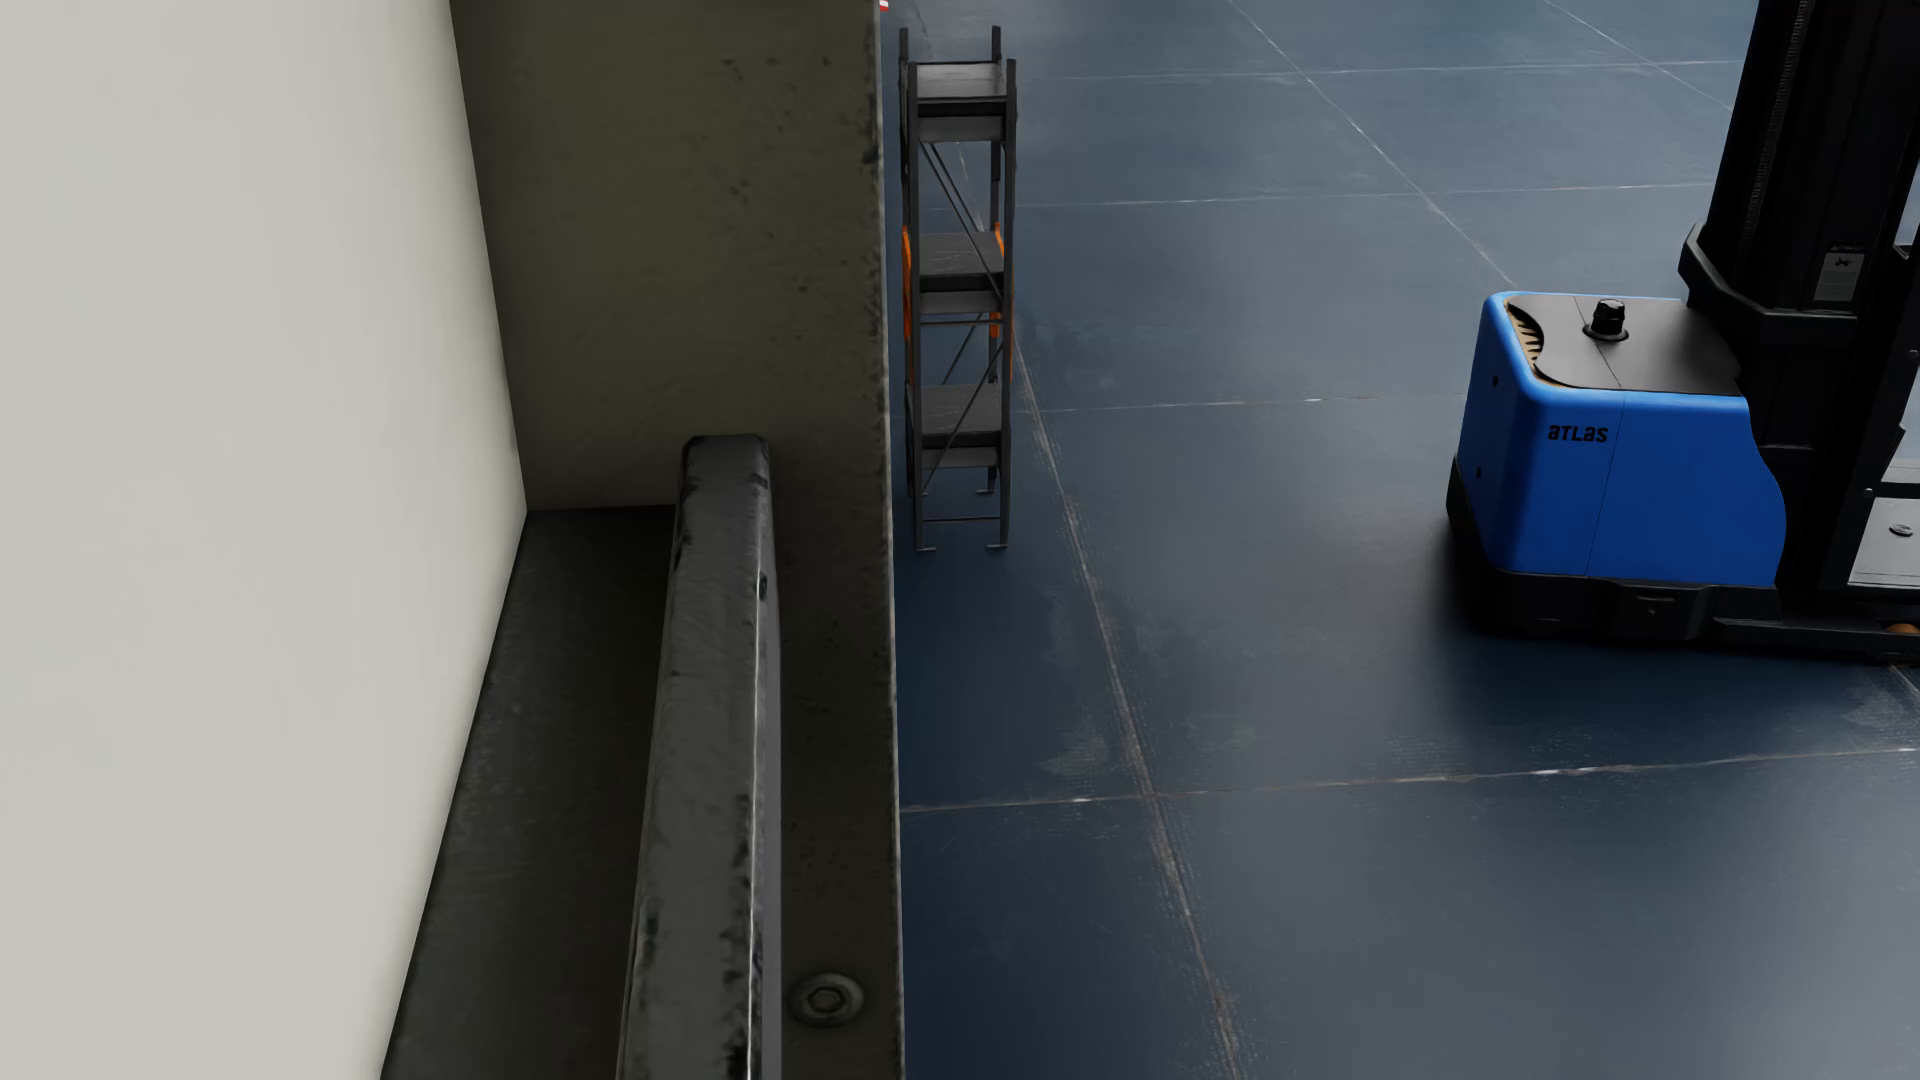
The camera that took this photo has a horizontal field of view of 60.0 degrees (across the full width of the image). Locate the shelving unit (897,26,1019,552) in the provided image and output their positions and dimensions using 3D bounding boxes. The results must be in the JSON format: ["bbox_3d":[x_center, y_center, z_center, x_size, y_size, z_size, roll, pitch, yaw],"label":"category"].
[{"bbox_3d":[-0.015,-0.986,6.853,0.431,2.100,0.503,-3,31,-5],"label":"shelving unit"}]

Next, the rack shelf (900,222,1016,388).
[{"bbox_3d":[-0.015,-0.974,6.860,0.431,0.518,0.480,-3,31,-5],"label":"rack shelf"}]

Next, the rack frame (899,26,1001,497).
[{"bbox_3d":[-0.038,-1.111,7.062,0.400,2.100,0.015,-3,31,-5],"label":"rack frame"}]

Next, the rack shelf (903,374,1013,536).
[{"bbox_3d":[-0.015,-0.373,7.219,0.431,0.518,0.480,-3,31,-5],"label":"rack shelf"}]

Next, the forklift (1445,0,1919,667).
[{"bbox_3d":[3.607,-1.045,6.141,3.031,2.935,1.130,3,31,6],"label":"forklift"}]

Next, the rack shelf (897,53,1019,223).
[{"bbox_3d":[-0.015,-1.575,6.501,0.431,0.518,0.480,-3,31,-5],"label":"rack shelf"}]

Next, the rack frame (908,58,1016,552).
[{"bbox_3d":[0.007,-0.861,6.644,0.400,2.100,0.015,-3,31,-5],"label":"rack frame"}]
